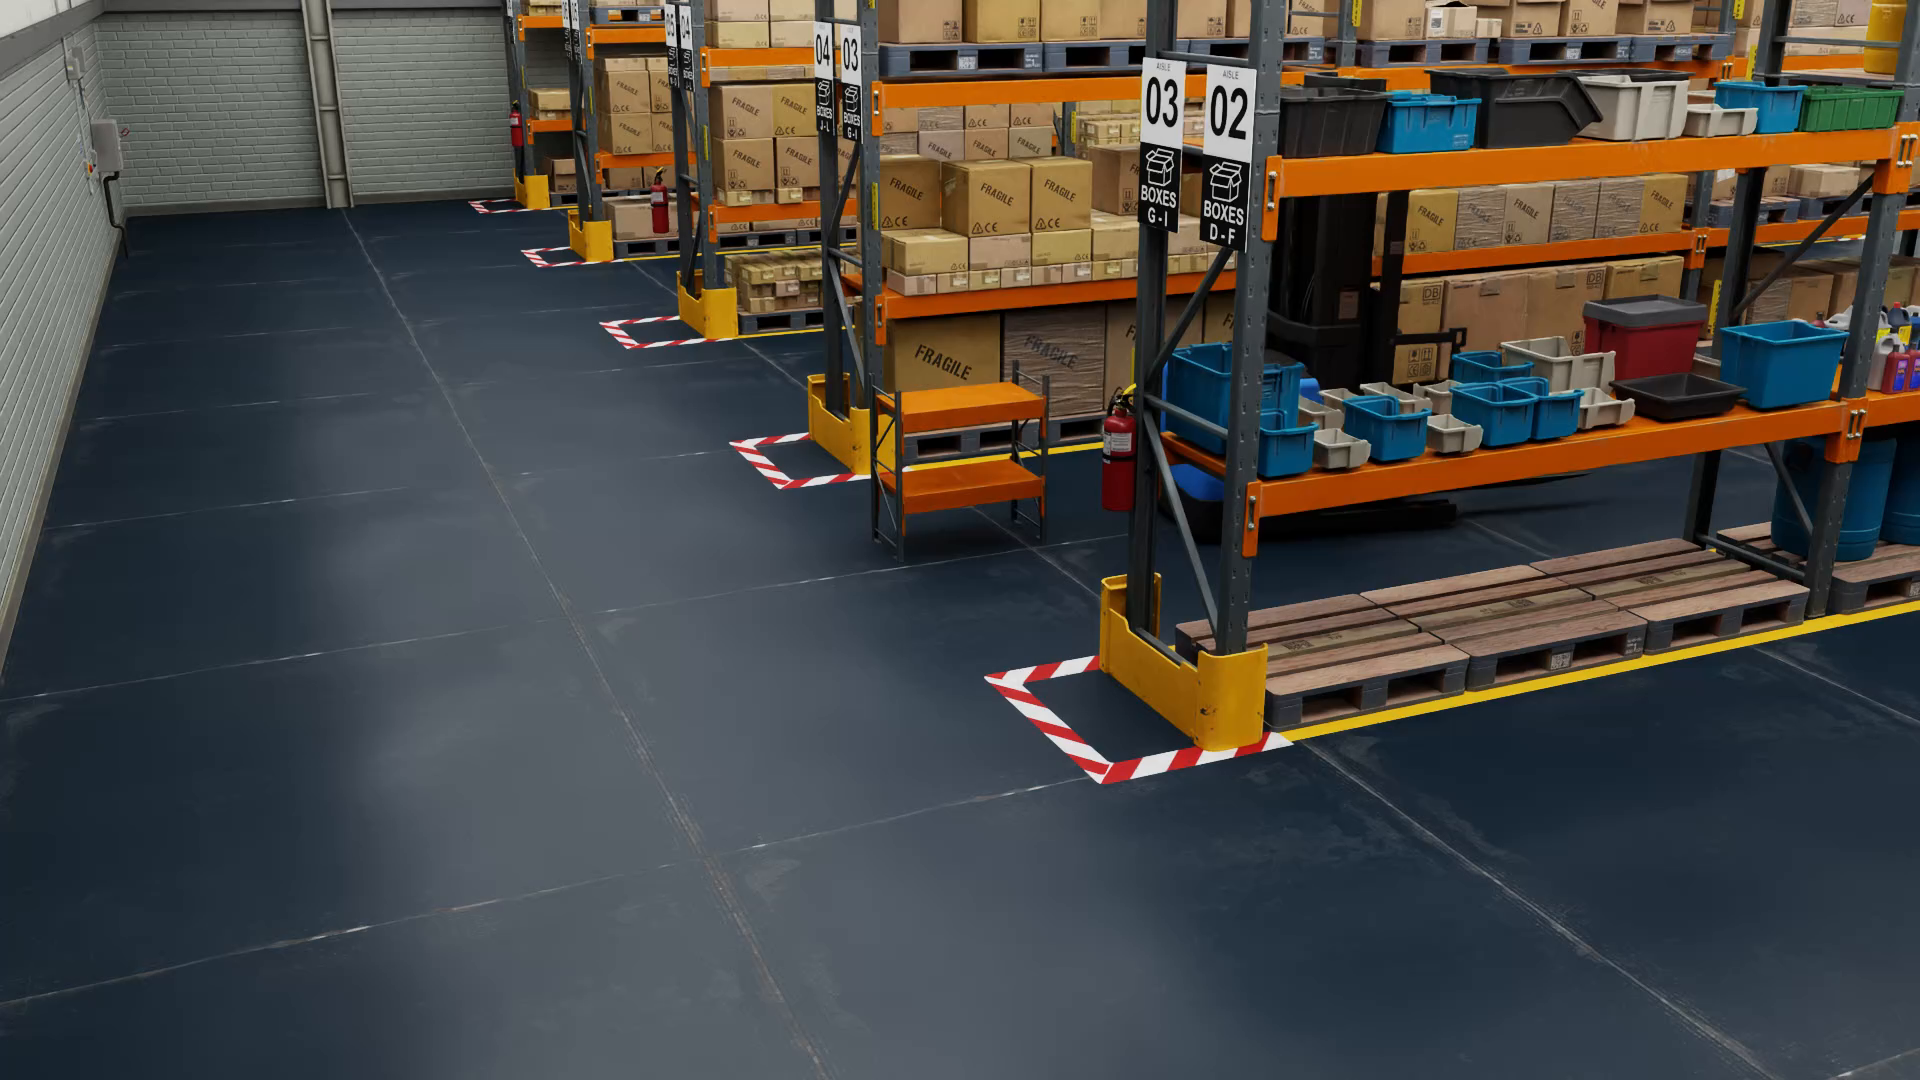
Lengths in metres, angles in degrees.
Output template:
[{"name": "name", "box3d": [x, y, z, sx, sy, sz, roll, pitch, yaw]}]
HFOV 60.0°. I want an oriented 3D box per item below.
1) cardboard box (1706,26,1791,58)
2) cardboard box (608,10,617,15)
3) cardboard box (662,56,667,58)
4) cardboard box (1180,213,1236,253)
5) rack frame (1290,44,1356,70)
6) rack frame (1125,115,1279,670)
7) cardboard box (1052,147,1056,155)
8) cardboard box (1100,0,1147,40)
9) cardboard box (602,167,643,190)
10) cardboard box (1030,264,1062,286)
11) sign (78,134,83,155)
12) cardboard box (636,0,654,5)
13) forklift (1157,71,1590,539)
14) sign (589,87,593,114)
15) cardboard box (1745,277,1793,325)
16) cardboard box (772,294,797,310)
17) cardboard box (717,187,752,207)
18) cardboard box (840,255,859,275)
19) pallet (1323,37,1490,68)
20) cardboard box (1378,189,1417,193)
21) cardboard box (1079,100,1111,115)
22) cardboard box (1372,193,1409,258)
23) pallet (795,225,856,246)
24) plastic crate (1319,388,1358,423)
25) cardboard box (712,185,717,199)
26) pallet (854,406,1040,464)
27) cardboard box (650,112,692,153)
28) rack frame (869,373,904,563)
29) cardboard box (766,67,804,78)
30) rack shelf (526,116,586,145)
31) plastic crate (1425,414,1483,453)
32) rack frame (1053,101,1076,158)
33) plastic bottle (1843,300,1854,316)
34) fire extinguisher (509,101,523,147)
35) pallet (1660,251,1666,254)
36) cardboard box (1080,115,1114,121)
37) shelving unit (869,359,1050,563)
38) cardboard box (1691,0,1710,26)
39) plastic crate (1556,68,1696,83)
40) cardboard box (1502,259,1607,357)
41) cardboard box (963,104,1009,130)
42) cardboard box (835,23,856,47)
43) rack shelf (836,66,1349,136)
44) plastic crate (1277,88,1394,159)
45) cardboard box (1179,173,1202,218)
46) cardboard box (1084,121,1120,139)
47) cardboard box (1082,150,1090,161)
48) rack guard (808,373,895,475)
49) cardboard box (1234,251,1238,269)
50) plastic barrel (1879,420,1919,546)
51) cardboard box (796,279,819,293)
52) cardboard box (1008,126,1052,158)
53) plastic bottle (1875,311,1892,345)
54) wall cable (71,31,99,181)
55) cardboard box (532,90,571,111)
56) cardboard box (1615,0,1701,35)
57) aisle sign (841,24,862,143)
[{"name": "cardboard box", "box3d": [7.059, -4.475, 14.926, 0.500, 0.250, 0.500, -8, 21, -21]}, {"name": "cardboard box", "box3d": [-5.349, -8.006, 25.106, 0.250, 0.149, 0.380, -8, 21, -22]}, {"name": "cardboard box", "box3d": [-3.578, -5.999, 20.912, 0.250, 0.149, 0.380, -9, 21, -24]}, {"name": "cardboard box", "box3d": [2.078, -2.484, 13.337, 0.500, 0.250, 0.500, -7, 21, -20]}, {"name": "rack frame", "box3d": [2.854, -2.621, 13.949, 0.127, 3.000, 1.000, -8, 21, -22]}, {"name": "rack frame", "box3d": [1.143, -0.584, 8.165, 0.127, 3.000, 1.000, -8, 21, -22]}, {"name": "cardboard box", "box3d": [1.114, -5.183, 23.794, 0.875, 0.875, 0.875, -8, 21, -21]}, {"name": "cardboard box", "box3d": [1.127, -4.112, 12.734, 0.500, 0.500, 0.700, -7, 21, -20]}, {"name": "cardboard box", "box3d": [-5.314, -5.801, 26.113, 0.500, 0.500, 0.700, -7, 21, -20]}, {"name": "cardboard box", "box3d": [0.580, -2.058, 12.729, 0.250, 0.149, 0.380, -9, 21, -23]}, {"name": "sign", "box3d": [-9.950, -4.473, 18.801, 0.001, 0.218, 0.327, -8, 21, -22]}, {"name": "cardboard box", "box3d": [-4.014, -6.825, 20.967, 0.250, 0.149, 0.380, -10, 22, -26]}, {"name": "forklift", "box3d": [2.878, -1.624, 11.222, 3.031, 2.935, 1.130, -5, 20, -13]}, {"name": "sign", "box3d": [-4.530, -5.392, 20.398, 0.005, 0.325, 0.100, -8, 21, -22]}, {"name": "cardboard box", "box3d": [7.638, -2.347, 16.272, 0.500, 0.500, 0.700, -10, 22, -26]}, {"name": "cardboard box", "box3d": [-1.875, -2.505, 17.279, 0.250, 0.149, 0.380, -8, 21, -22]}, {"name": "cardboard box", "box3d": [-2.264, -3.445, 16.667, 0.250, 0.149, 0.380, -8, 21, -22]}, {"name": "cardboard box", "box3d": [-1.134, -2.878, 17.445, 0.250, 0.149, 0.380, -7, 21, -20]}, {"name": "pallet", "box3d": [3.676, -4.081, 13.868, 1.217, 0.209, 0.805, -9, 21, -24]}, {"name": "cardboard box", "box3d": [3.437, -3.228, 14.012, 0.637, 0.503, 0.797, -9, 21, -23]}, {"name": "cardboard box", "box3d": [1.788, -6.124, 23.373, 0.500, 0.250, 0.500, -9, 21, -23]}, {"name": "cardboard box", "box3d": [3.375, -2.652, 13.888, 0.500, 0.500, 0.500, -8, 21, -22]}, {"name": "pallet", "box3d": [-1.801, -4.252, 22.779, 1.213, 0.211, 1.003, -8, 21, -22]}, {"name": "plastic crate", "box3d": [2.092, -0.684, 8.756, 0.243, 0.136, 0.396, -8, 21, -22]}, {"name": "cardboard box", "box3d": [-2.503, -3.631, 17.197, 0.250, 0.149, 0.380, -8, 21, -22]}, {"name": "pallet", "box3d": [-0.116, -0.908, 13.284, 1.213, 0.211, 1.003, -8, 21, -22]}, {"name": "cardboard box", "box3d": [-3.736, -5.215, 21.165, 0.500, 0.500, 0.500, -8, 21, -23]}, {"name": "rack frame", "box3d": [-0.473, -0.463, 10.643, 0.032, 1.125, 0.500, -8, 21, -22]}, {"name": "cardboard box", "box3d": [-2.328, -5.881, 21.553, 0.500, 0.500, 0.500, -8, 21, -21]}, {"name": "rack shelf", "box3d": [-4.877, -6.554, 26.202, 4.000, 0.370, 1.077, -8, 21, -22]}, {"name": "plastic crate", "box3d": [2.450, -0.527, 8.308, 0.298, 0.136, 0.250, -8, 21, -22]}, {"name": "rack frame", "box3d": [0.982, -4.147, 18.283, 0.127, 3.000, 1.000, -8, 21, -22]}, {"name": "plastic bottle", "box3d": [5.530, -1.308, 10.295, 0.185, 0.351, 0.144, -8, 21, -22]}, {"name": "fire extinguisher", "box3d": [-6.666, -6.257, 24.955, 0.183, 0.674, 0.296, -8, 21, -22]}, {"name": "pallet", "box3d": [9.057, -3.960, 21.951, 1.213, 0.211, 1.003, -8, 21, -22]}, {"name": "cardboard box", "box3d": [1.520, -4.655, 18.576, 0.250, 0.149, 0.380, -9, 21, -24]}, {"name": "shelving unit", "box3d": [-0.006, -0.530, 10.833, 1.048, 1.125, 0.538, -8, 21, -22]}, {"name": "cardboard box", "box3d": [6.866, -4.984, 15.241, 0.500, 0.500, 0.500, -8, 21, -21]}, {"name": "plastic crate", "box3d": [3.567, -2.384, 8.956, 0.590, 0.269, 0.497, -8, 21, -22]}, {"name": "cardboard box", "box3d": [5.063, -2.144, 15.161, 0.875, 0.875, 1.225, -8, 21, -22]}, {"name": "cardboard box", "box3d": [0.185, -4.592, 17.443, 0.500, 0.500, 0.500, -9, 21, -24]}, {"name": "cardboard box", "box3d": [-1.224, -5.085, 16.658, 0.500, 0.250, 0.500, -9, 21, -24]}, {"name": "rack shelf", "box3d": [1.017, -3.433, 12.823, 4.000, 0.370, 1.077, -8, 21, -22]}, {"name": "plastic crate", "box3d": [1.607, -1.903, 7.591, 0.590, 0.269, 0.497, -8, 21, -22]}, {"name": "cardboard box", "box3d": [2.076, -2.838, 13.213, 0.500, 0.500, 0.500, -8, 21, -21]}, {"name": "cardboard box", "box3d": [1.526, -4.419, 17.905, 0.250, 0.149, 0.380, -7, 21, -19]}, {"name": "cardboard box", "box3d": [1.526, -4.138, 18.004, 0.250, 0.149, 0.380, -9, 21, -25]}, {"name": "rack guard", "box3d": [-0.841, -0.913, 12.861, 0.348, 0.500, 1.175, -8, 21, -22]}, {"name": "cardboard box", "box3d": [2.232, -2.295, 13.401, 0.250, 0.149, 0.380, -9, 21, -23]}, {"name": "plastic barrel", "box3d": [5.972, -0.478, 10.391, 0.708, 0.901, 0.600, -8, 21, -22]}, {"name": "cardboard box", "box3d": [-1.645, -2.683, 17.338, 0.250, 0.149, 0.380, -8, 21, -21]}, {"name": "cardboard box", "box3d": [0.650, -4.184, 17.791, 0.500, 0.500, 0.500, -8, 21, -22]}, {"name": "plastic bottle", "box3d": [5.587, -1.264, 10.170, 0.185, 0.351, 0.144, -8, 21, -22]}, {"name": "wall cable", "box3d": [-10.485, -5.278, 19.966, 0.122, 1.984, 0.588, -8, 21, -22]}, {"name": "cardboard box", "box3d": [-6.191, -6.677, 25.247, 0.500, 0.250, 0.500, -8, 21, -22]}, {"name": "cardboard box", "box3d": [5.995, -4.707, 14.568, 0.637, 0.503, 0.797, -7, 21, -19]}, {"name": "aisle sign", "box3d": [-0.766, -3.220, 11.736, 0.004, 0.787, 0.394, -8, 21, -22]}]
